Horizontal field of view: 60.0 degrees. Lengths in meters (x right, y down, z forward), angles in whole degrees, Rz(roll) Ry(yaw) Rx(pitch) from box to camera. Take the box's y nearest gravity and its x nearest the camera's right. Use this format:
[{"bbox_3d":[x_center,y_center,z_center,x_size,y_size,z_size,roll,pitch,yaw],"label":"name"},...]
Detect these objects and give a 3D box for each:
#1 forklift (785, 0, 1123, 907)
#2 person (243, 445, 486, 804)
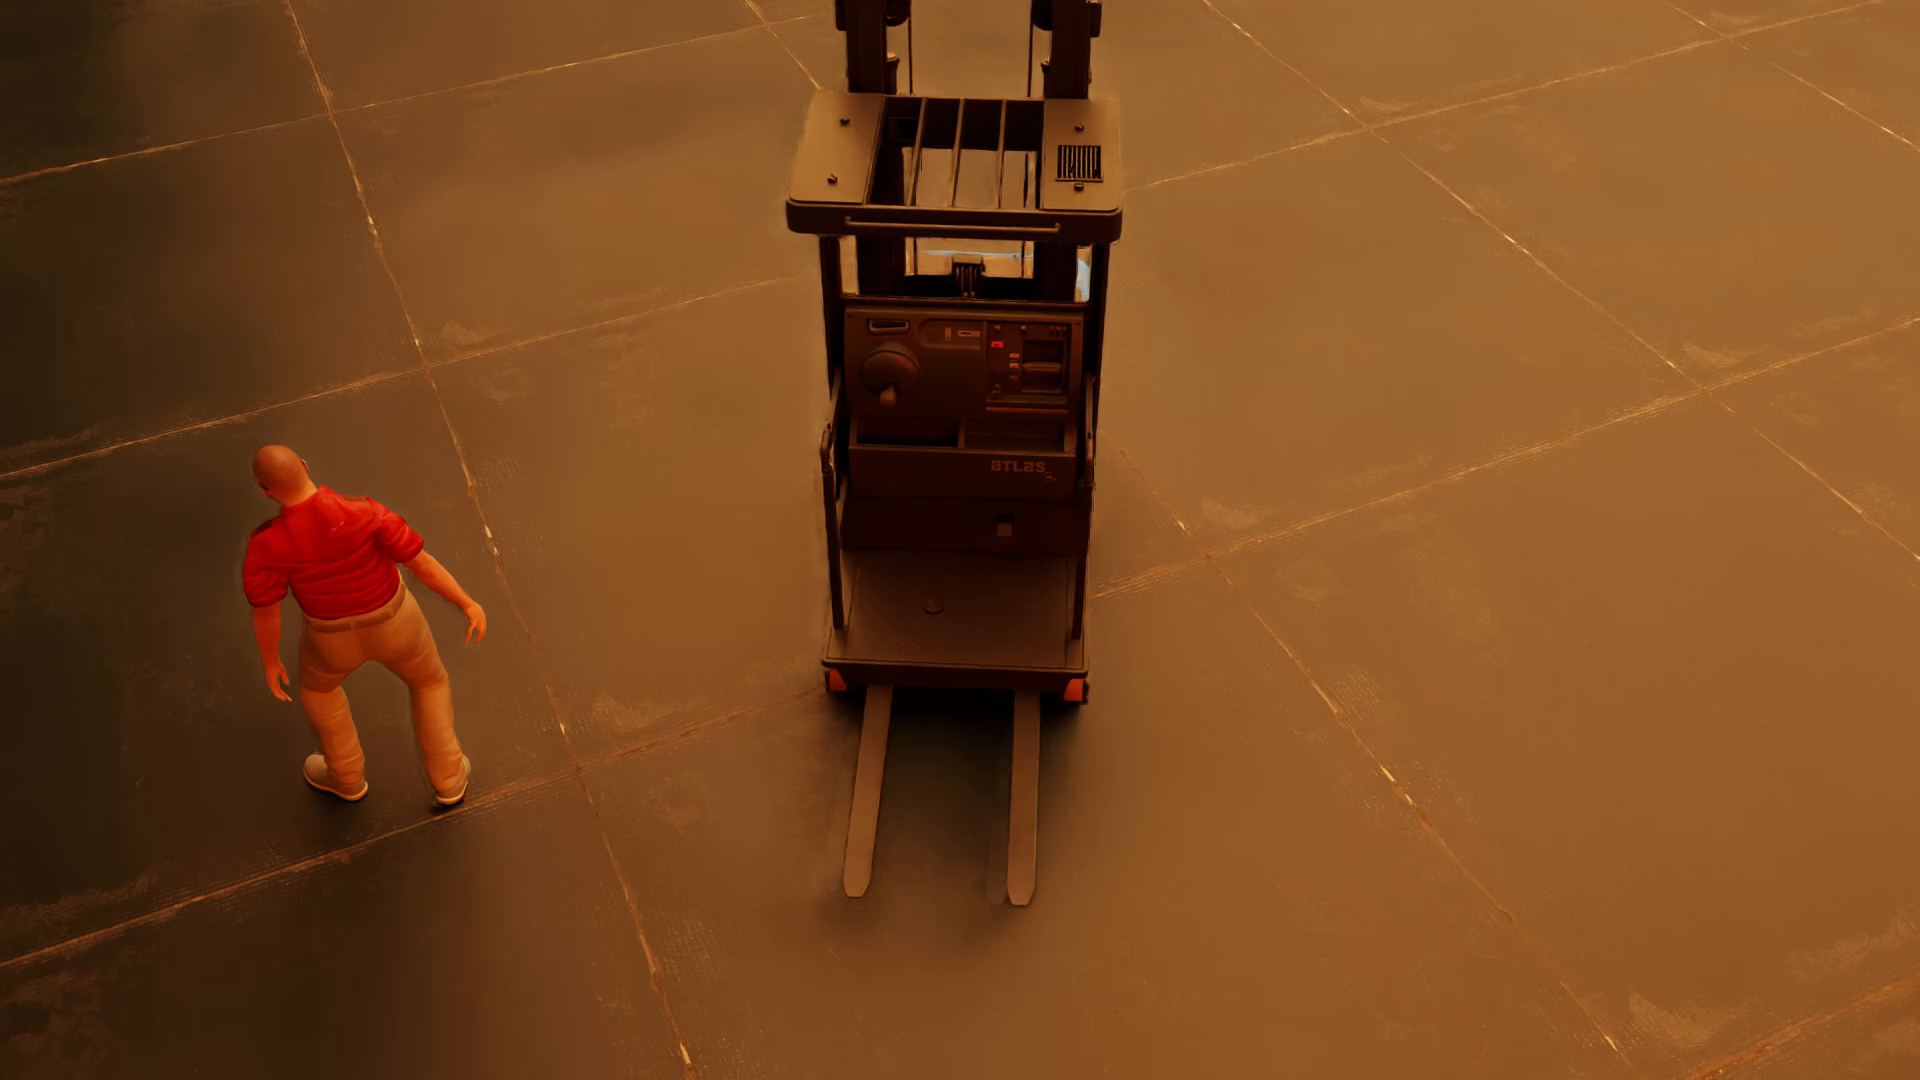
[{"bbox_3d":[0.002,-0.617,6.342,1.130,2.935,3.031,2,43,2],"label":"forklift"},{"bbox_3d":[-2.233,0.359,6.264,0.874,1.716,0.476,-10,44,-11],"label":"person"}]
